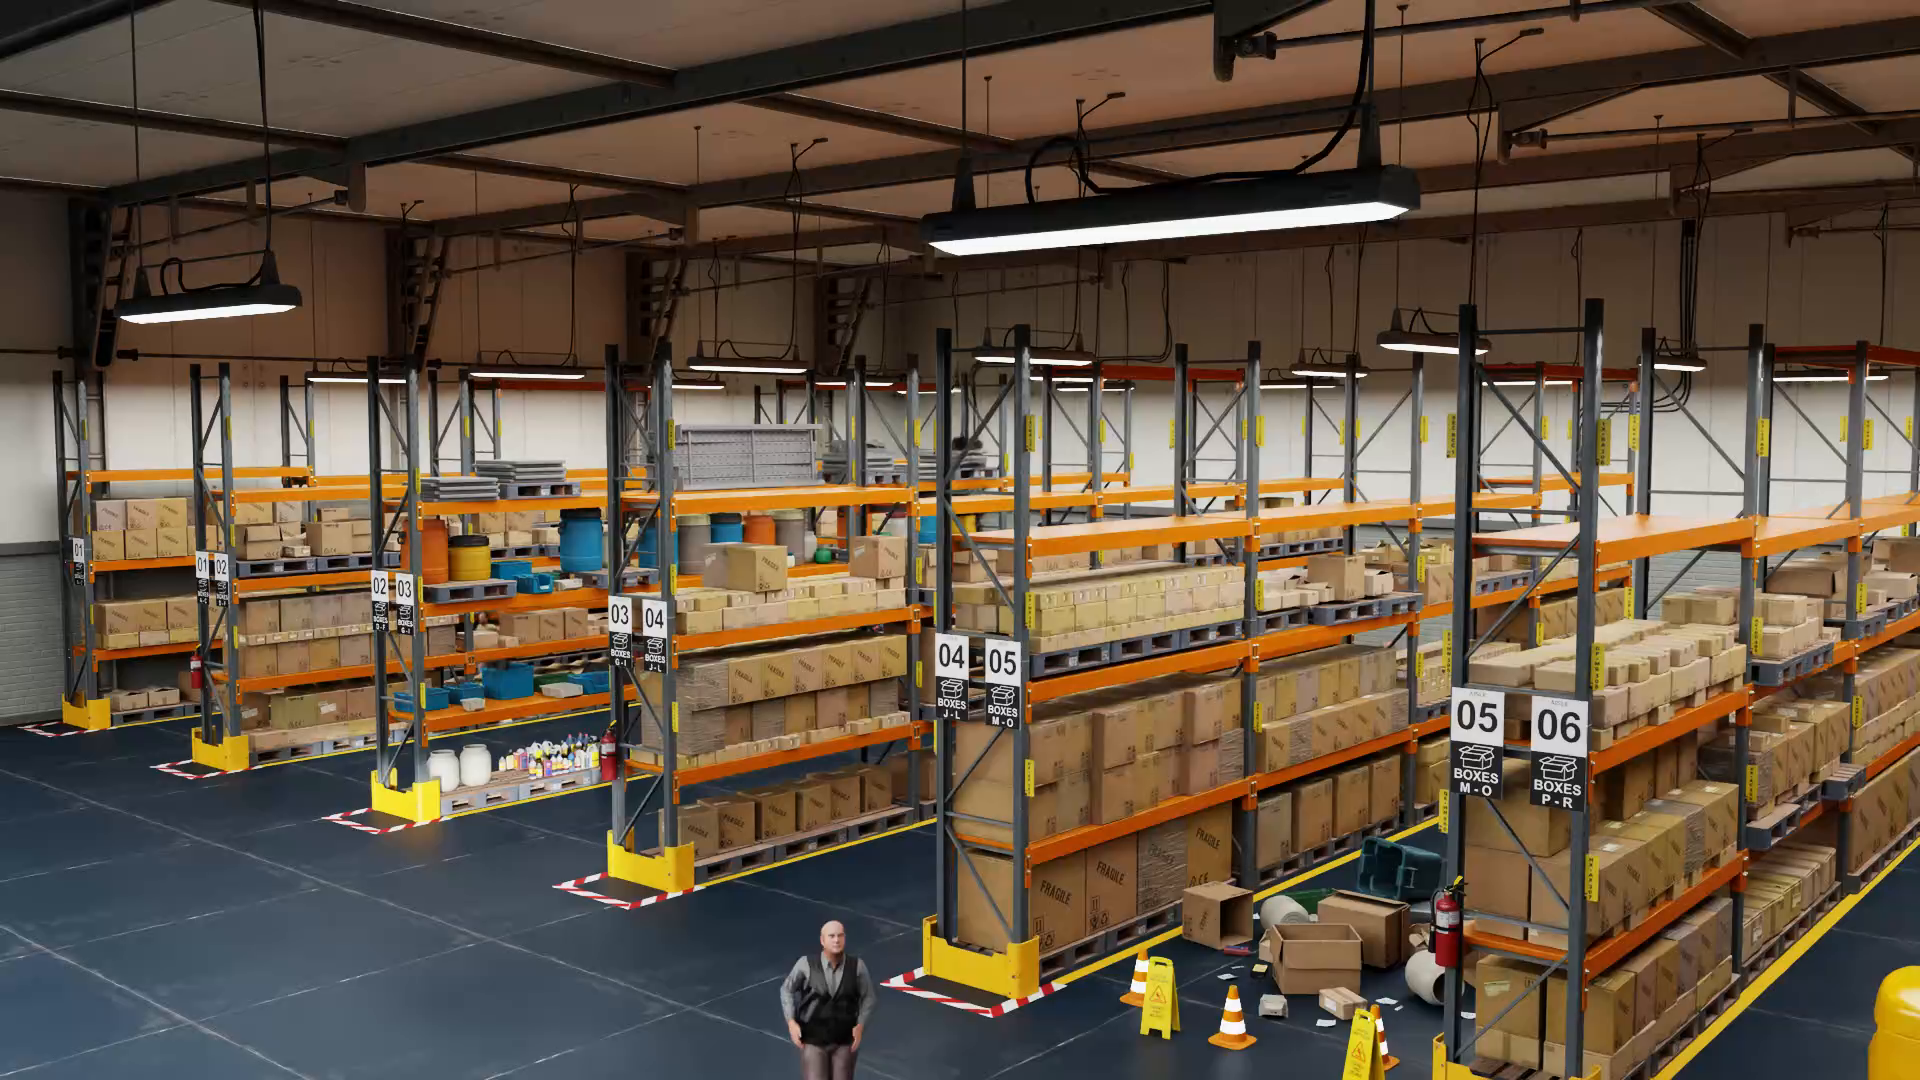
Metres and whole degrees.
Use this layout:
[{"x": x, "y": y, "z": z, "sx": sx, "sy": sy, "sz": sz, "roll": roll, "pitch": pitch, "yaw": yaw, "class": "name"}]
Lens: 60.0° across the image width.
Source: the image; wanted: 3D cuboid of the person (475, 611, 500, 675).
[{"x": -8.734, "y": 2.130, "z": 30.612, "sx": 0.567, "sy": 1.681, "sz": 0.693, "roll": 3, "pitch": 5, "yaw": 33, "class": "person"}]

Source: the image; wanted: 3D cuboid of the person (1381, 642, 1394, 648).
[{"x": 6.590, "y": 2.455, "z": 25.663, "sx": 0.724, "sy": 1.765, "sz": 0.956, "roll": 4, "pitch": 6, "yaw": 45, "class": "person"}]

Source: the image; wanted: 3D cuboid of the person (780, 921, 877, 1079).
[{"x": -0.903, "y": 3.496, "z": 11.570, "sx": 0.668, "sy": 1.685, "sz": 0.523, "roll": -1, "pitch": 4, "yaw": -9, "class": "person"}]
